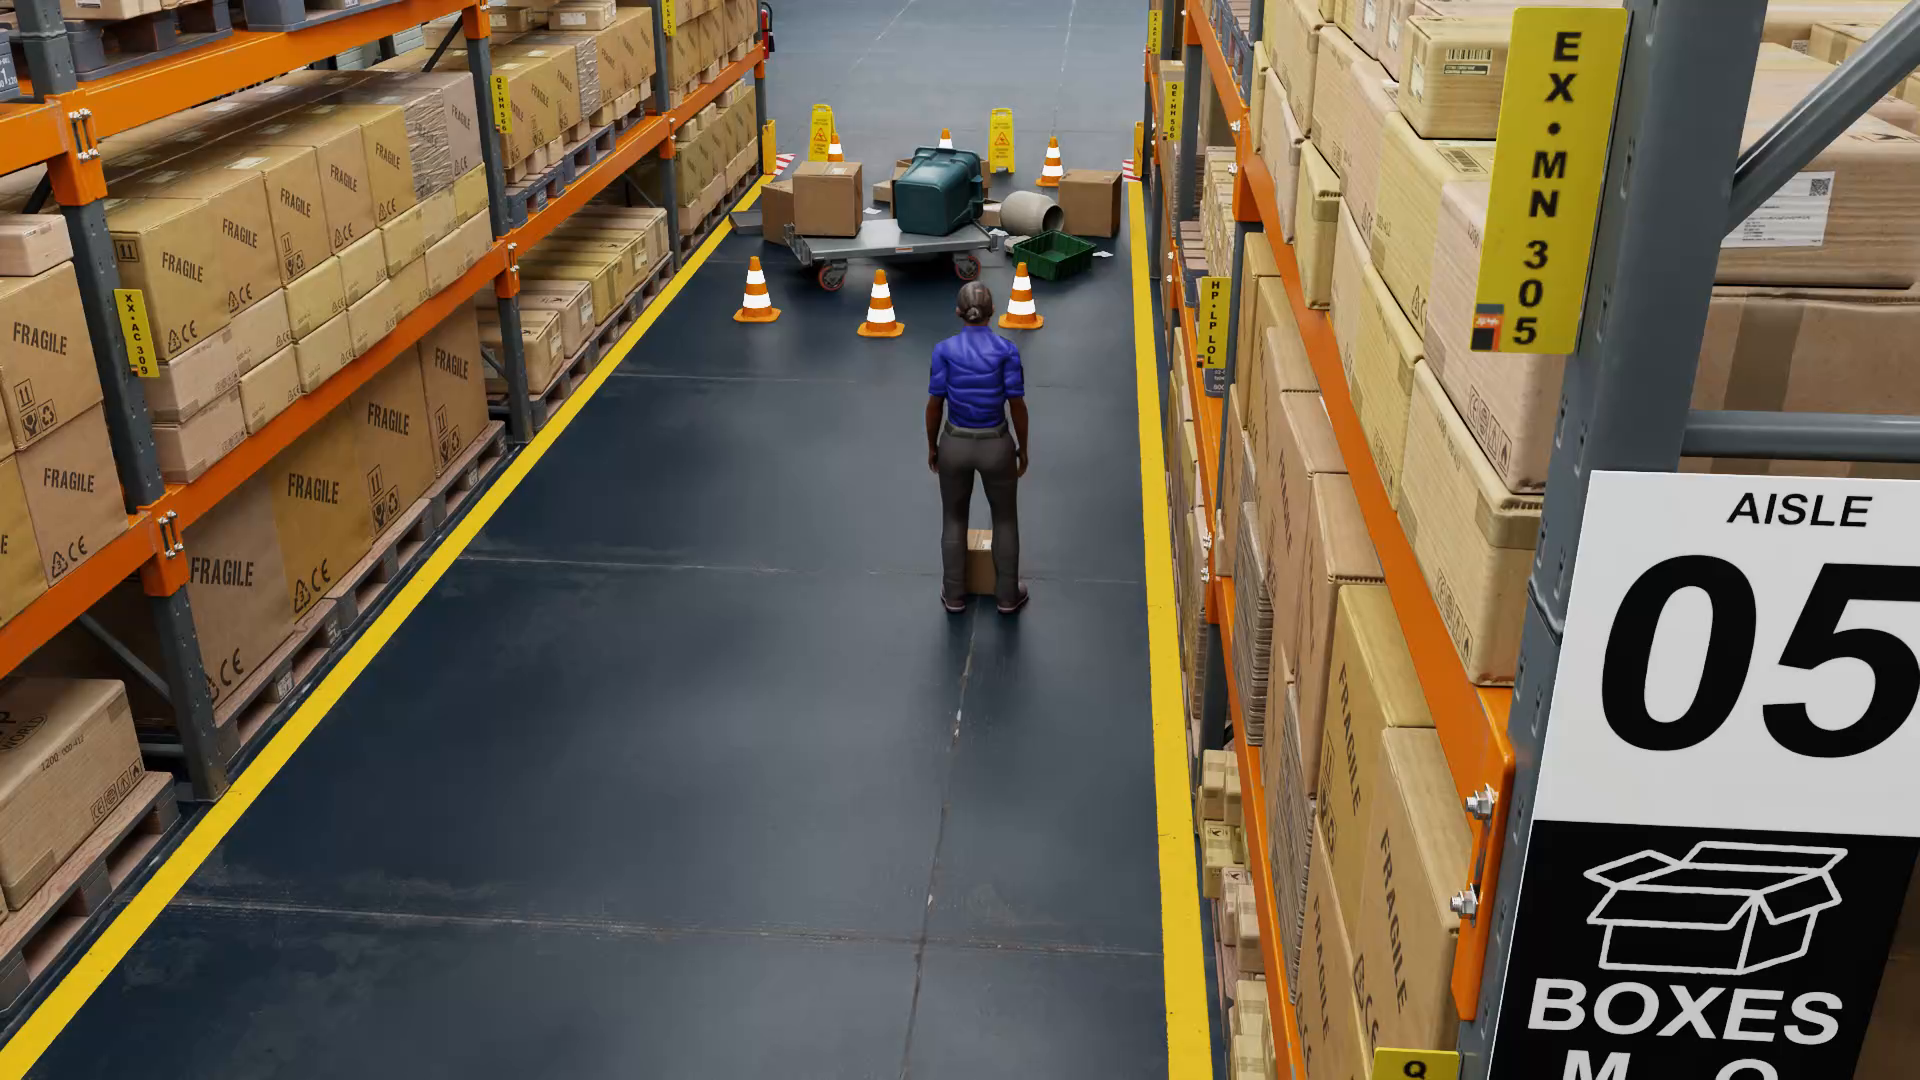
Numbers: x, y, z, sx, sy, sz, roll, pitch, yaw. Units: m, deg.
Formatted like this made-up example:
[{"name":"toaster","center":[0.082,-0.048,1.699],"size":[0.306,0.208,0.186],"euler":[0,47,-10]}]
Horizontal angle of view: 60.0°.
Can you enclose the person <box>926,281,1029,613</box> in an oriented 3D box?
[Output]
[{"name":"person","center":[0.090,-0.429,8.045],"size":[0.504,1.655,0.349],"euler":[2,25,4]}]
